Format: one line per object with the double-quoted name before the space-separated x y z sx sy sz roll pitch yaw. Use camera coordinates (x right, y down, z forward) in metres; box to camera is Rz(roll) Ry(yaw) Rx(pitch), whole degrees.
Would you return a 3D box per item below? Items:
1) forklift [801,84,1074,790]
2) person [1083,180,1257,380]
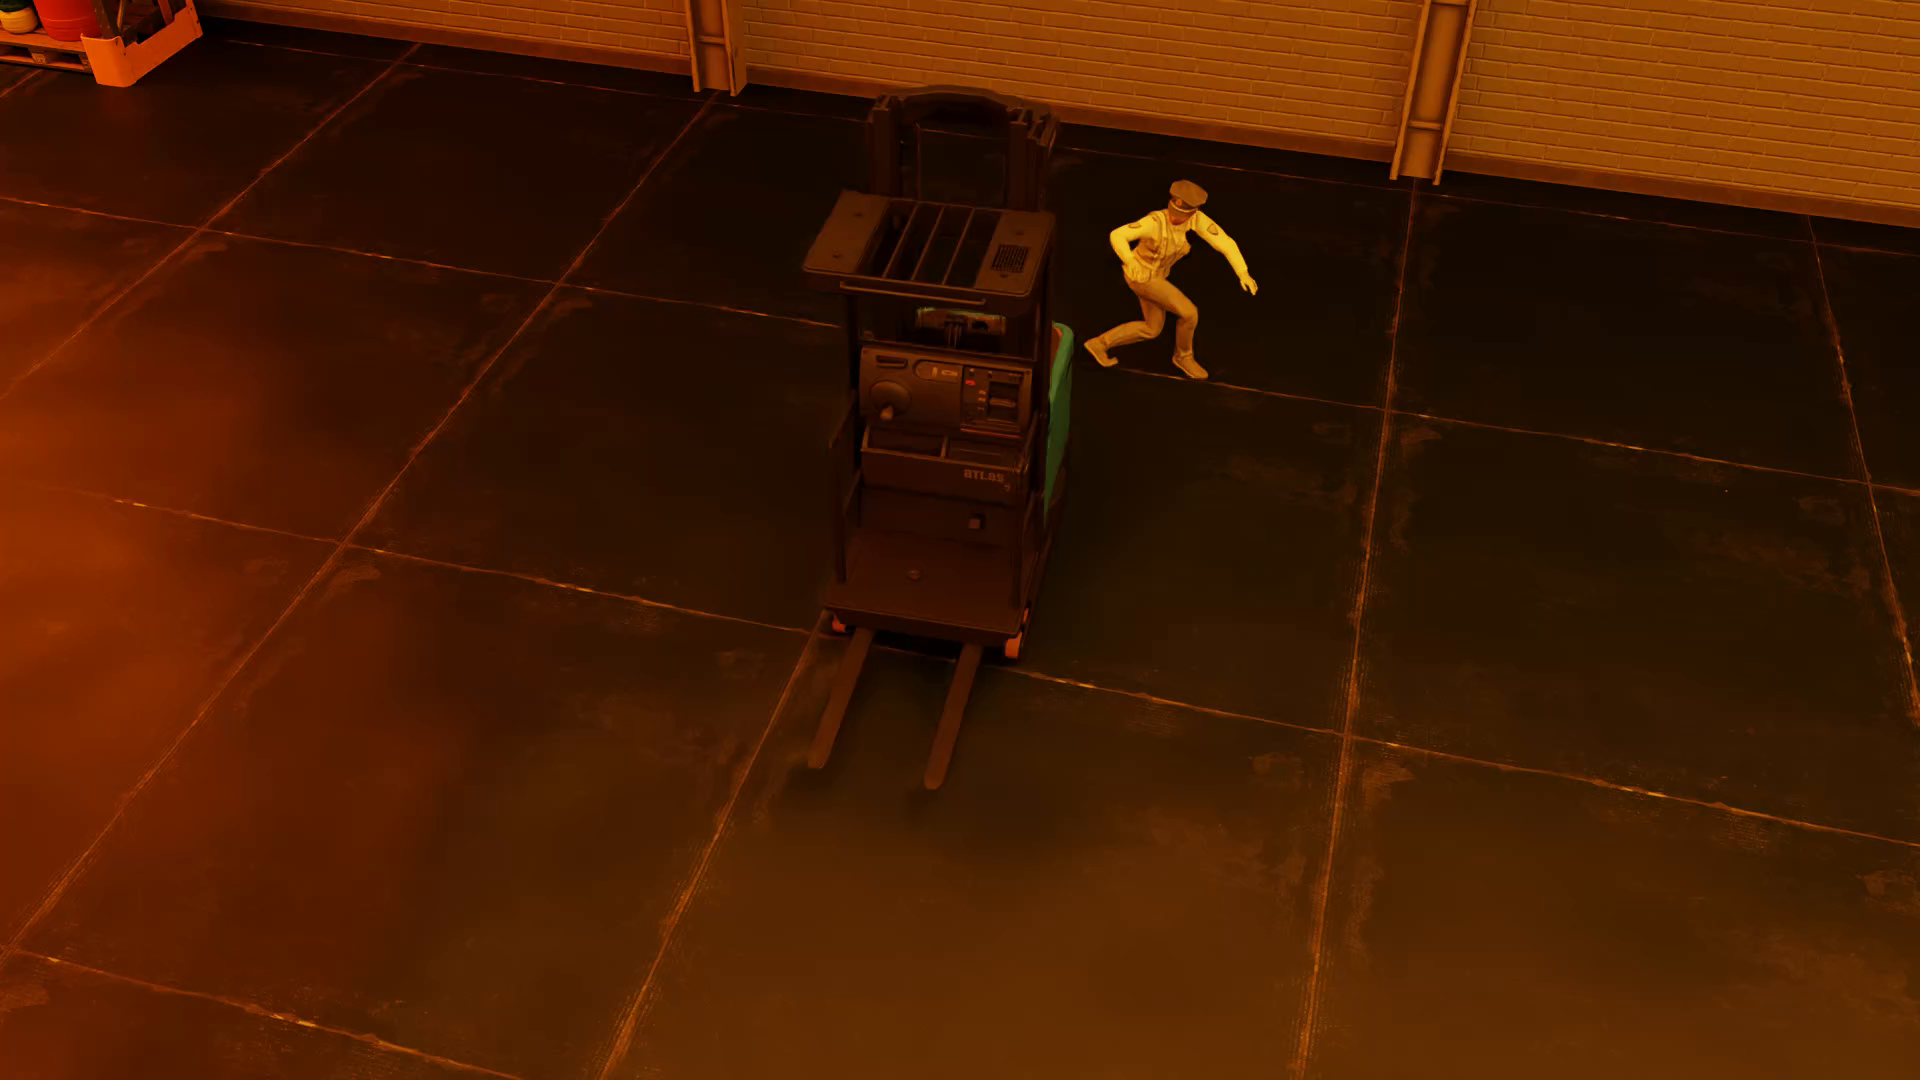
"forklift" -0.122 -0.707 8.668 1.130 2.935 3.031 8 42 9
"person" 1.363 -1.613 10.868 1.067 1.440 0.799 23 46 24
